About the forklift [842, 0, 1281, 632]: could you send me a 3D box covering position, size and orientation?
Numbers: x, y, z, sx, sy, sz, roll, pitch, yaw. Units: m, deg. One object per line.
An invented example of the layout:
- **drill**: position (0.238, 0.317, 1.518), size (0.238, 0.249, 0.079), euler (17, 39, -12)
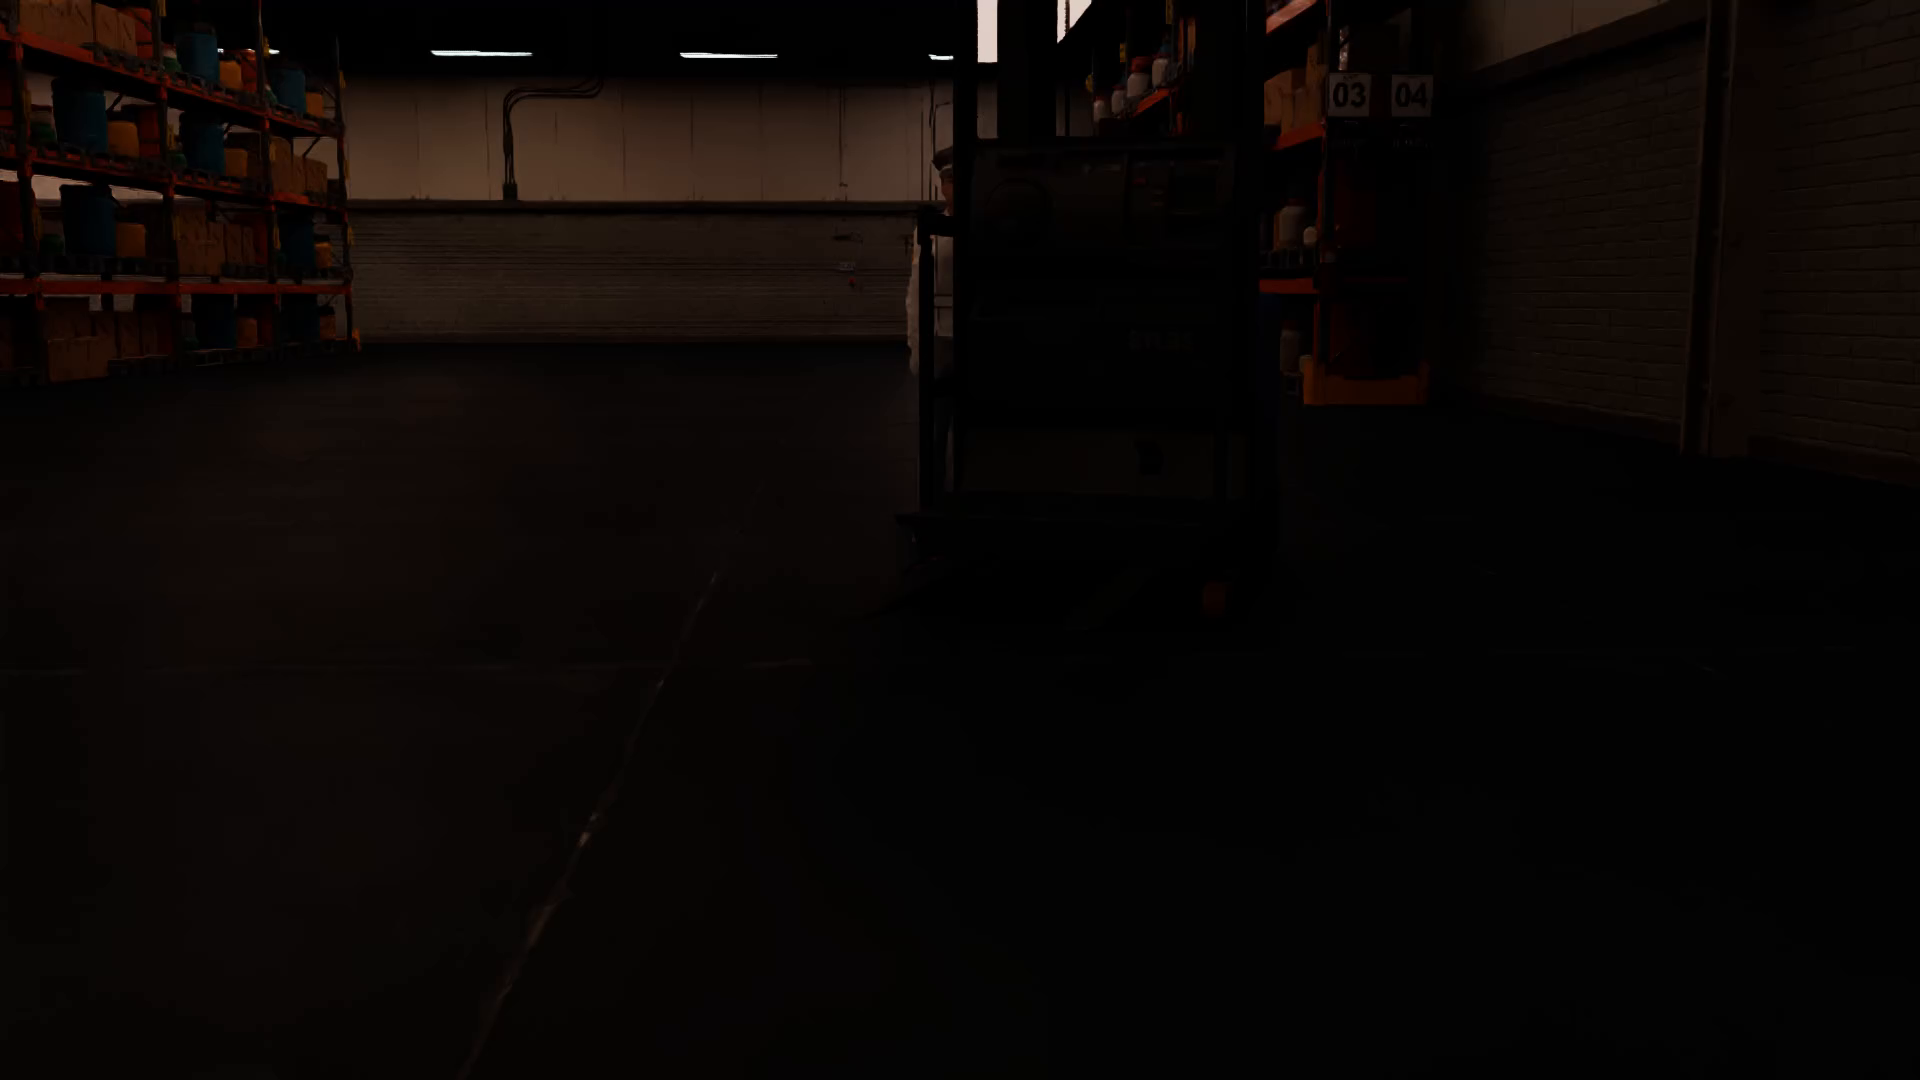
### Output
- **forklift**: position (0.435, -1.227, 5.595), size (1.130, 2.935, 3.031), euler (2, 9, 16)

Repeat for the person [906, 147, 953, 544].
- **person**: position (0.002, -0.832, 7.171), size (0.462, 1.692, 0.337), euler (-1, 8, -4)
